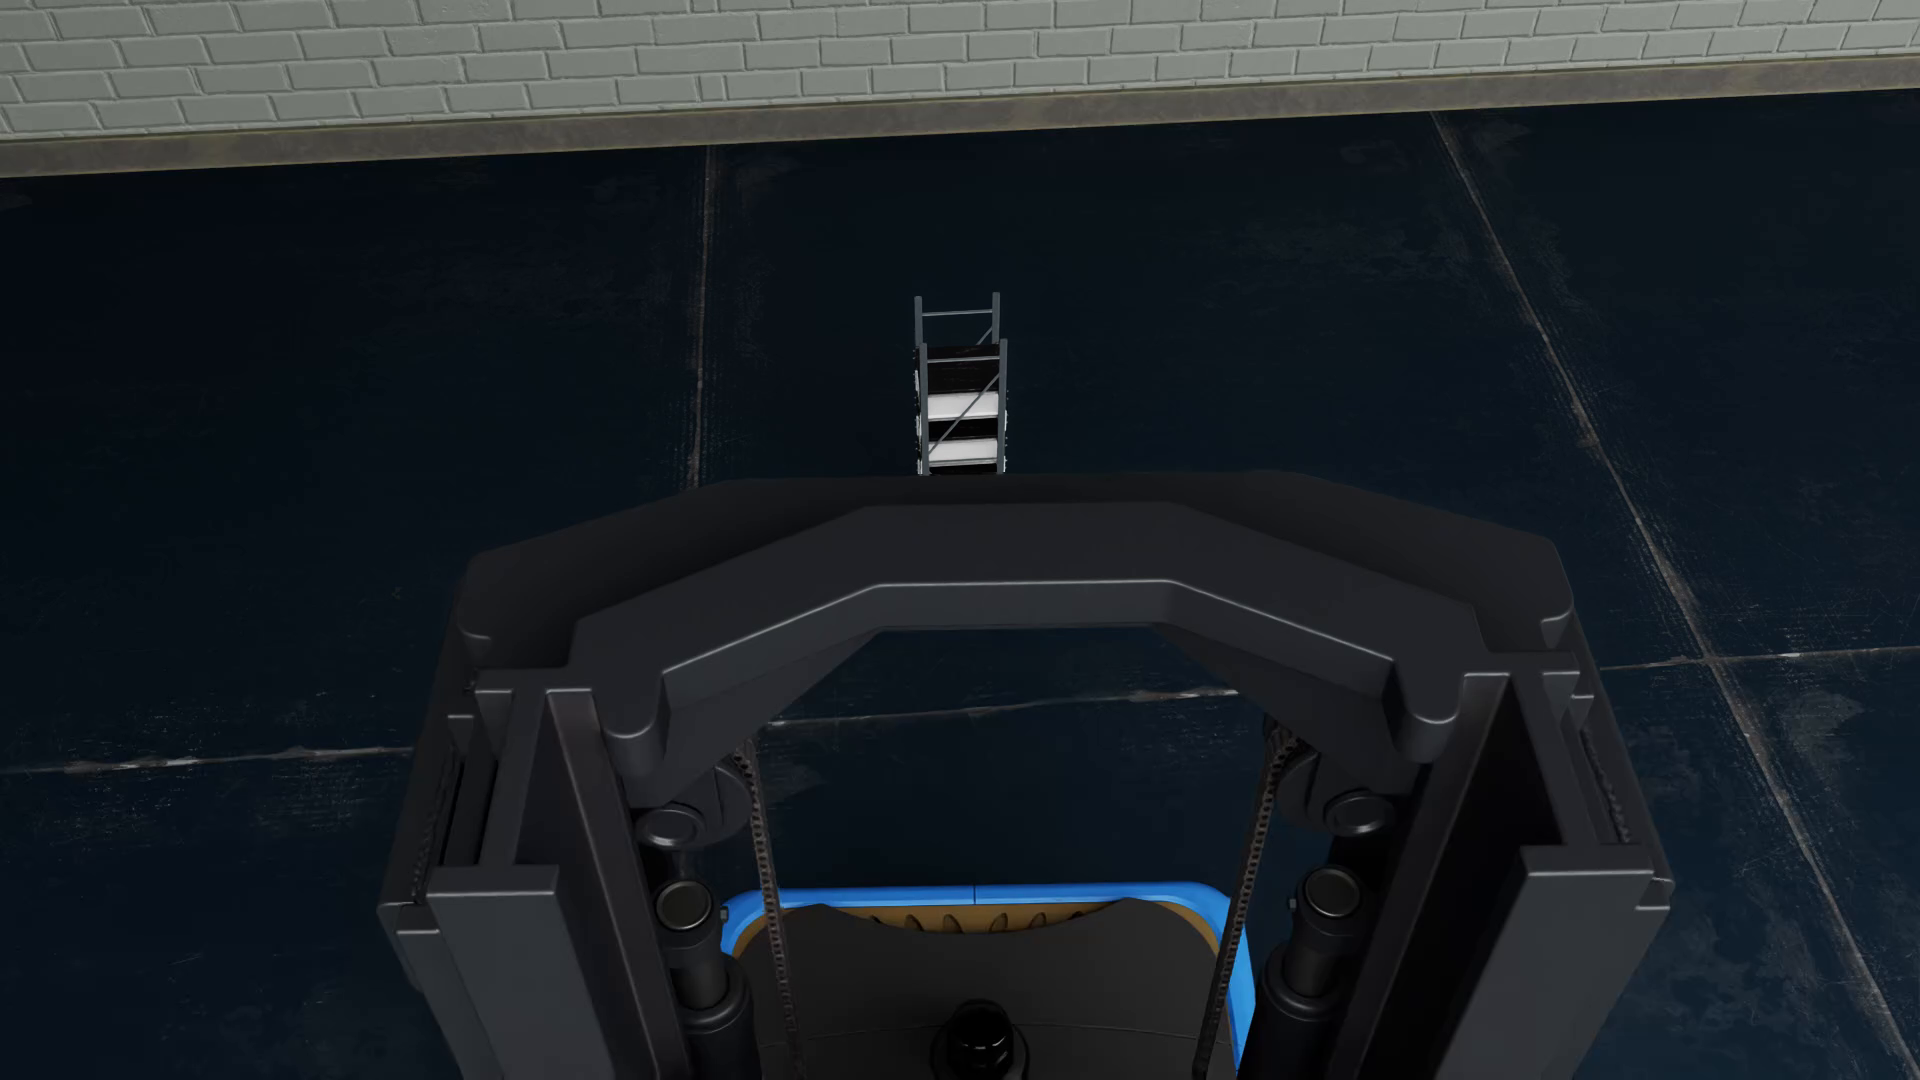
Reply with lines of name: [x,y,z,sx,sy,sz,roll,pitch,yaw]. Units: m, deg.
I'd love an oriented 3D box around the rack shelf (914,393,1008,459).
rack shelf: [0.001,-0.343,4.877,0.258,0.077,0.200,-3,47,-3]

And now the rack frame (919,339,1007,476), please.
rack frame: [0.009,-0.230,4.848,0.240,0.900,0.006,-3,47,-3]

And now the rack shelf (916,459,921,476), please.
rack shelf: [0.001,-0.157,5.073,0.258,0.077,0.200,-3,47,-3]

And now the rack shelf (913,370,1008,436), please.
rack shelf: [0.001,-0.404,4.811,0.258,0.077,0.200,-3,47,-3]

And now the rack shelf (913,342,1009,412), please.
rack shelf: [0.001,-0.466,4.746,0.258,0.077,0.200,-3,47,-3]

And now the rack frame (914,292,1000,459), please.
rack frame: [-0.008,-0.377,4.987,0.240,0.900,0.006,-3,47,-3]

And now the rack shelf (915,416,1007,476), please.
rack shelf: [0.001,-0.281,4.942,0.258,0.077,0.200,-3,47,-3]

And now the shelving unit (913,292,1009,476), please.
shelving unit: [0.001,-0.304,4.918,0.258,0.900,0.210,-3,47,-3]

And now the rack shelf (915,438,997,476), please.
rack shelf: [0.001,-0.219,5.007,0.258,0.077,0.200,-3,47,-3]
